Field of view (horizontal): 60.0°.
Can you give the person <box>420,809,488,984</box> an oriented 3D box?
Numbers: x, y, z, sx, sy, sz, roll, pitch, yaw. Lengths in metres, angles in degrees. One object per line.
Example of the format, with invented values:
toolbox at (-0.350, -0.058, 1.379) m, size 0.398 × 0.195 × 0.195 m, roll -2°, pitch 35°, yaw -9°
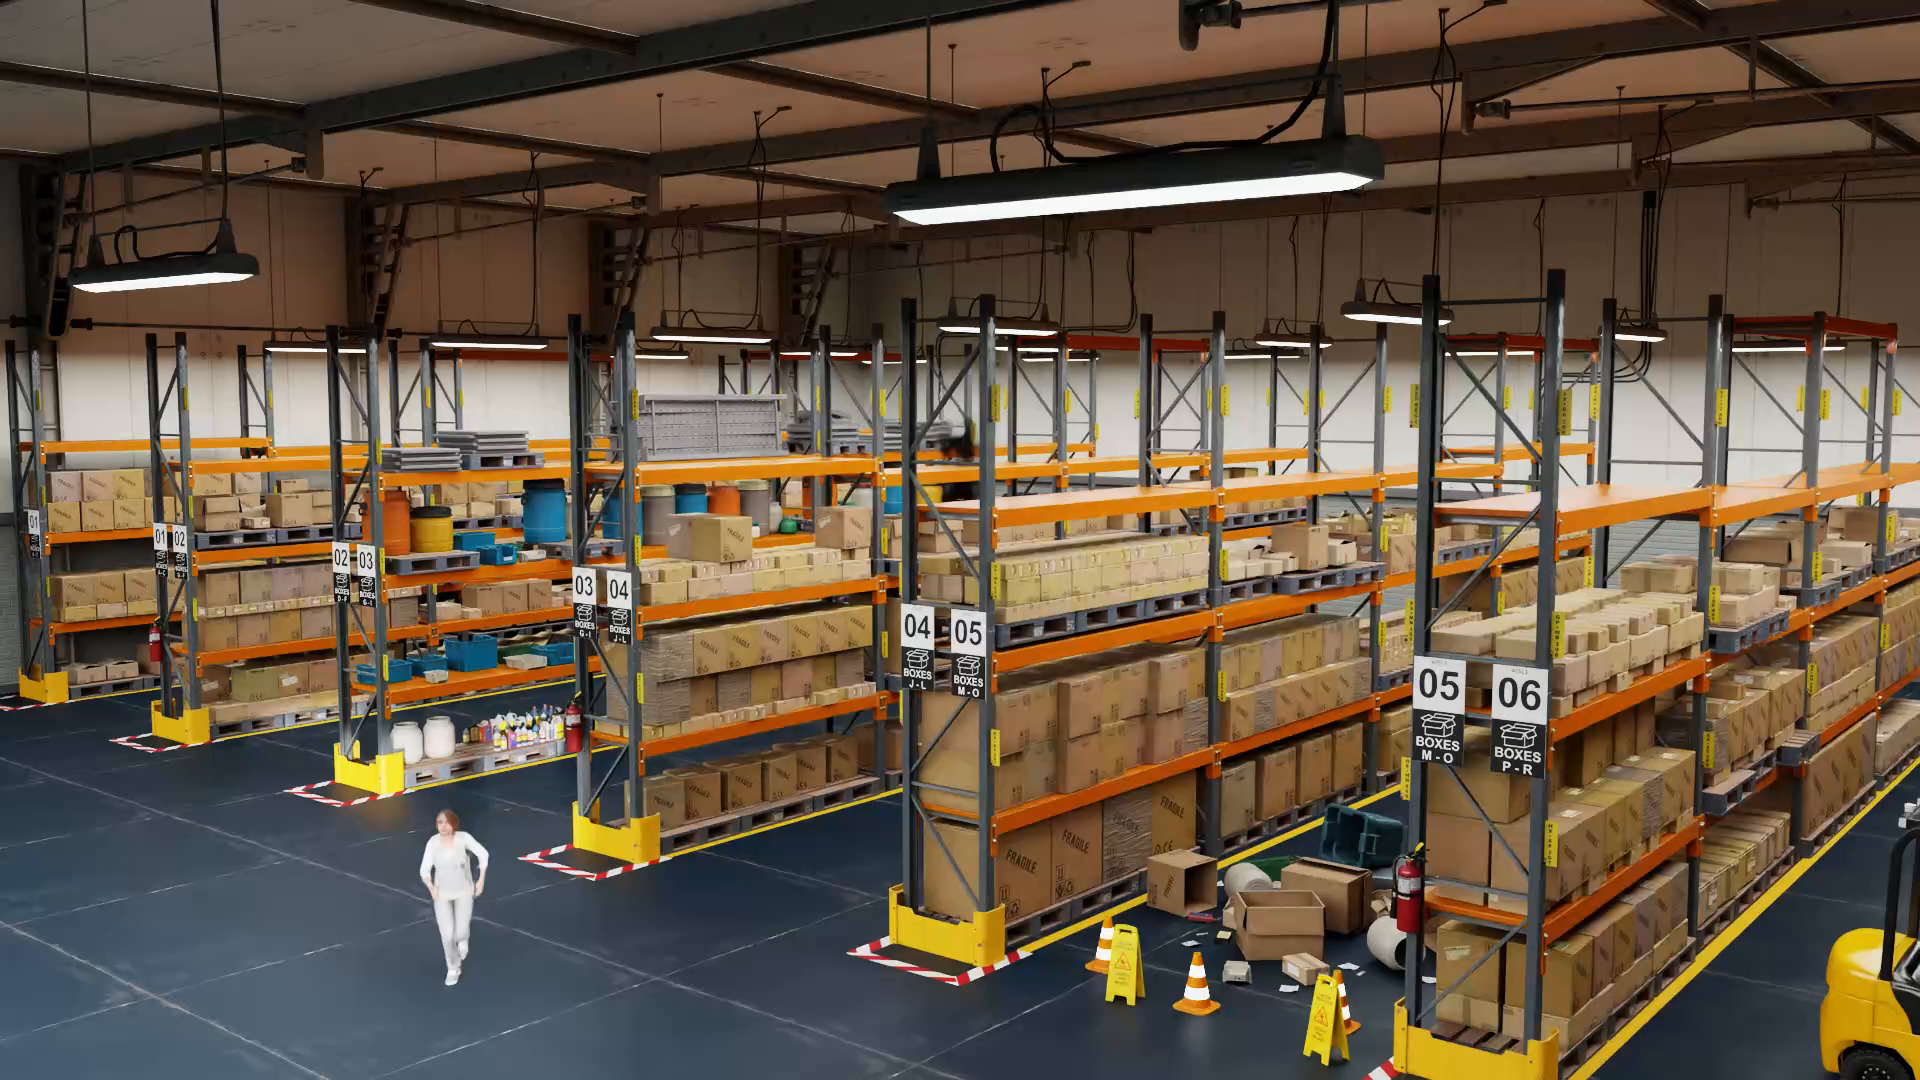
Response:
person at (-4.403, 3.102, 14.463) m, size 0.555 × 1.563 × 0.609 m, roll -1°, pitch 5°, yaw -7°
